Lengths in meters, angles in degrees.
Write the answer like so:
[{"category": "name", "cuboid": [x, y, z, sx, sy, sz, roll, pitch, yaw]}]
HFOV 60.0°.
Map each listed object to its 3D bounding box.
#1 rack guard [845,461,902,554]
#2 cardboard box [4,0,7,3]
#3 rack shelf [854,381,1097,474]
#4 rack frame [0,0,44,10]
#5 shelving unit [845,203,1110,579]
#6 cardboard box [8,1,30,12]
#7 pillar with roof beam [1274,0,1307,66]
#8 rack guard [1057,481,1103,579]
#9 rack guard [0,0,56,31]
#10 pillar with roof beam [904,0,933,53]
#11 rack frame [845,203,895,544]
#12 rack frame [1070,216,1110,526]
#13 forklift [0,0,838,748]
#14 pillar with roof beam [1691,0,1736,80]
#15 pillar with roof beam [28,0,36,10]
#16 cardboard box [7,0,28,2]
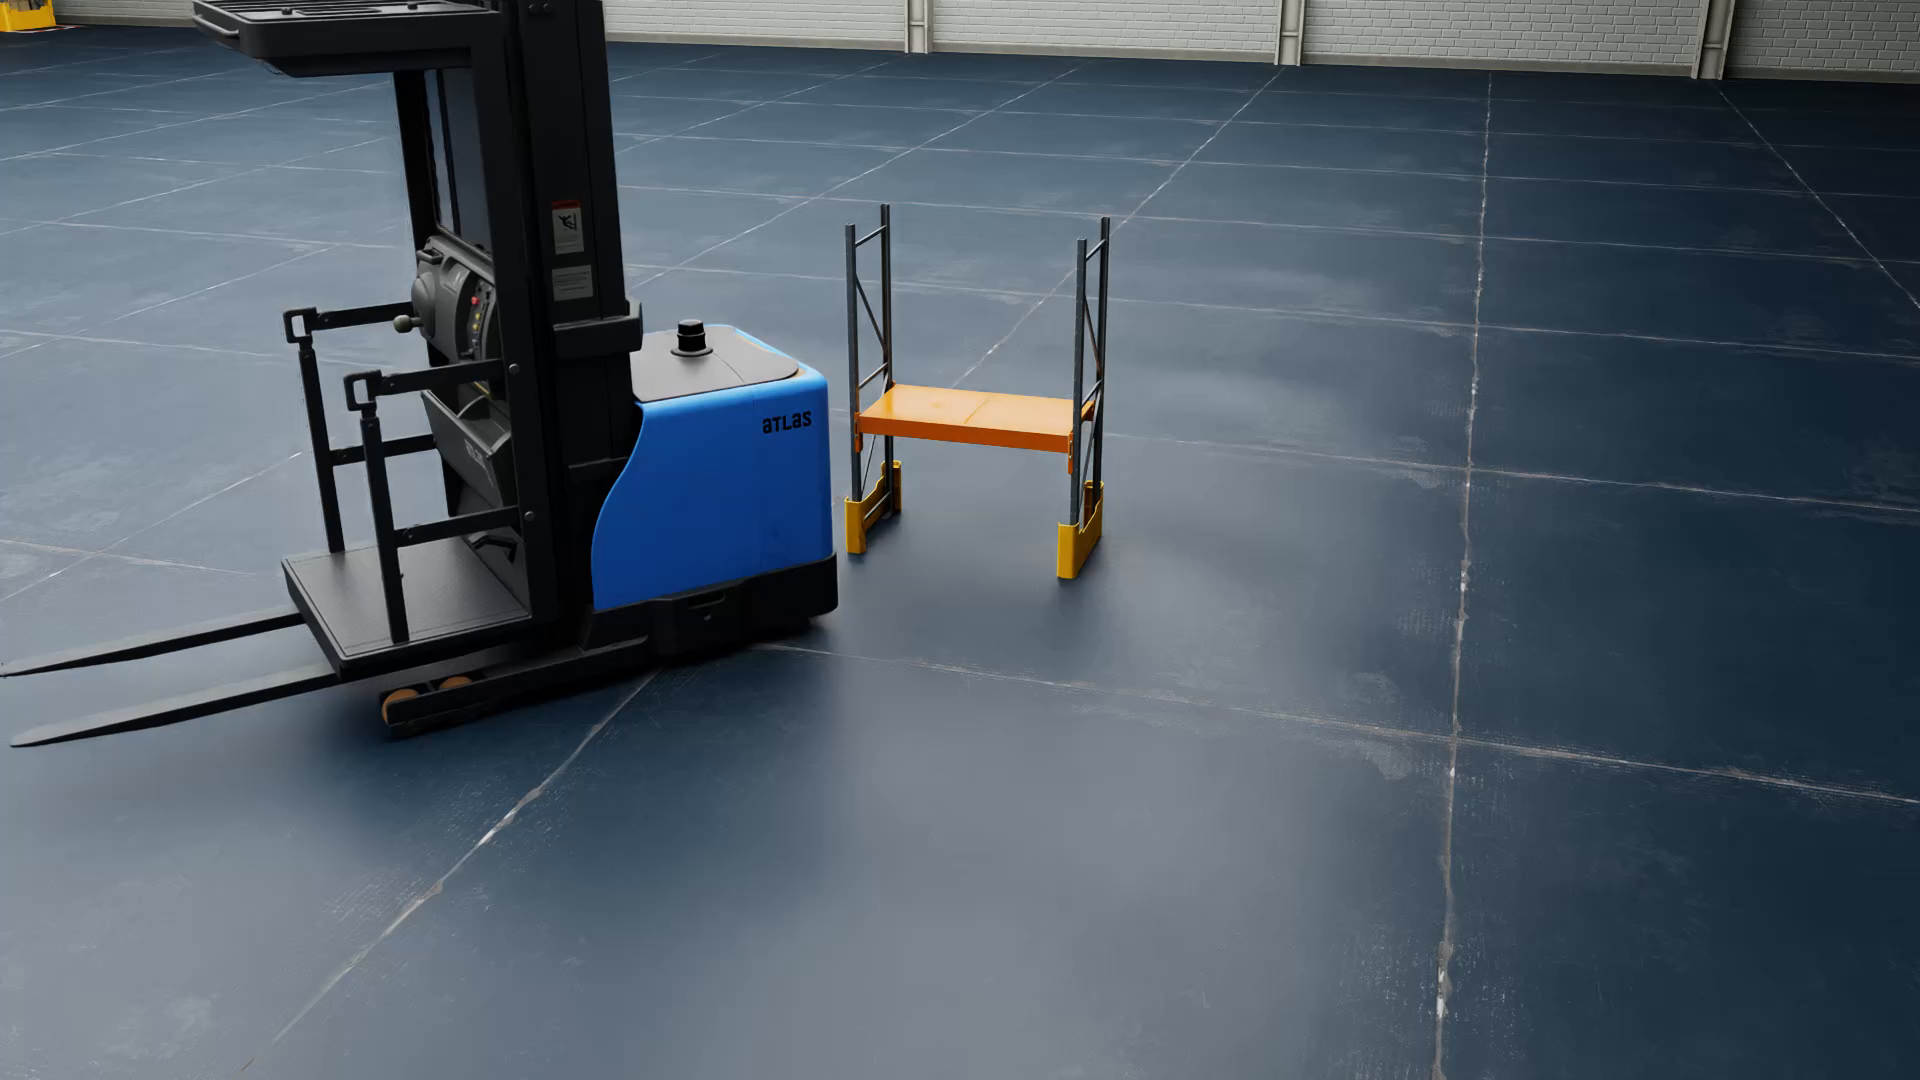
[{"category": "rack guard", "cuboid": [-0.404, -0.162, 7.835, 0.087, 0.250, 0.587, 7, 23, 16]}, {"category": "cardboard box", "cuboid": [-18.054, -10.063, 30.762, 0.500, 0.250, 0.500, 6, 23, 15]}, {"category": "rack shelf", "cuboid": [0.082, -0.518, 7.531, 1.000, 0.185, 0.538, 7, 23, 16]}, {"category": "rack frame", "cuboid": [-17.497, -10.970, 30.561, 0.127, 3.000, 1.000, 7, 23, 16]}, {"category": "shelving unit", "cuboid": [0.073, -0.686, 7.465, 1.083, 1.500, 0.587, 7, 23, 16]}, {"category": "cardboard box", "cuboid": [-17.911, -10.017, 31.308, 0.500, 0.250, 0.500, 7, 23, 16]}, {"category": "pillar with roof beam", "cuboid": [3.830, -9.954, 20.180, 0.400, 9.000, 9.100, 7, 23, 16]}, {"category": "rack guard", "cuboid": [0.550, -0.053, 7.569, 0.087, 0.250, 0.587, 7, 23, 16]}, {"category": "rack guard", "cuboid": [-17.474, -9.811, 31.029, 0.348, 0.500, 1.175, 7, 23, 16]}, {"category": "pillar with roof beam", "cuboid": [-1.914, -10.612, 21.784, 0.400, 9.000, 9.100, 7, 23, 16]}, {"category": "rack frame", "cuboid": [-0.405, -0.740, 7.598, 0.032, 1.500, 0.500, 7, 23, 16]}, {"category": "rack frame", "cuboid": [0.568, -0.629, 7.327, 0.032, 1.500, 0.500, 7, 23, 16]}, {"category": "forklift", "cuboid": [-2.032, -0.873, 6.037, 3.031, 2.935, 1.130, -13, 26, -29]}, {"category": "pillar with roof beam", "cuboid": [9.574, -9.297, 18.577, 0.400, 9.000, 9.100, 7, 23, 16]}, {"category": "pillar with roof beam", "cuboid": [-19.147, -12.585, 26.594, 0.400, 9.000, 9.100, 7, 23, 16]}, {"category": "cardboard box", "cuboid": [-17.888, -10.251, 31.218, 0.500, 0.250, 0.500, 7, 23, 16]}]
